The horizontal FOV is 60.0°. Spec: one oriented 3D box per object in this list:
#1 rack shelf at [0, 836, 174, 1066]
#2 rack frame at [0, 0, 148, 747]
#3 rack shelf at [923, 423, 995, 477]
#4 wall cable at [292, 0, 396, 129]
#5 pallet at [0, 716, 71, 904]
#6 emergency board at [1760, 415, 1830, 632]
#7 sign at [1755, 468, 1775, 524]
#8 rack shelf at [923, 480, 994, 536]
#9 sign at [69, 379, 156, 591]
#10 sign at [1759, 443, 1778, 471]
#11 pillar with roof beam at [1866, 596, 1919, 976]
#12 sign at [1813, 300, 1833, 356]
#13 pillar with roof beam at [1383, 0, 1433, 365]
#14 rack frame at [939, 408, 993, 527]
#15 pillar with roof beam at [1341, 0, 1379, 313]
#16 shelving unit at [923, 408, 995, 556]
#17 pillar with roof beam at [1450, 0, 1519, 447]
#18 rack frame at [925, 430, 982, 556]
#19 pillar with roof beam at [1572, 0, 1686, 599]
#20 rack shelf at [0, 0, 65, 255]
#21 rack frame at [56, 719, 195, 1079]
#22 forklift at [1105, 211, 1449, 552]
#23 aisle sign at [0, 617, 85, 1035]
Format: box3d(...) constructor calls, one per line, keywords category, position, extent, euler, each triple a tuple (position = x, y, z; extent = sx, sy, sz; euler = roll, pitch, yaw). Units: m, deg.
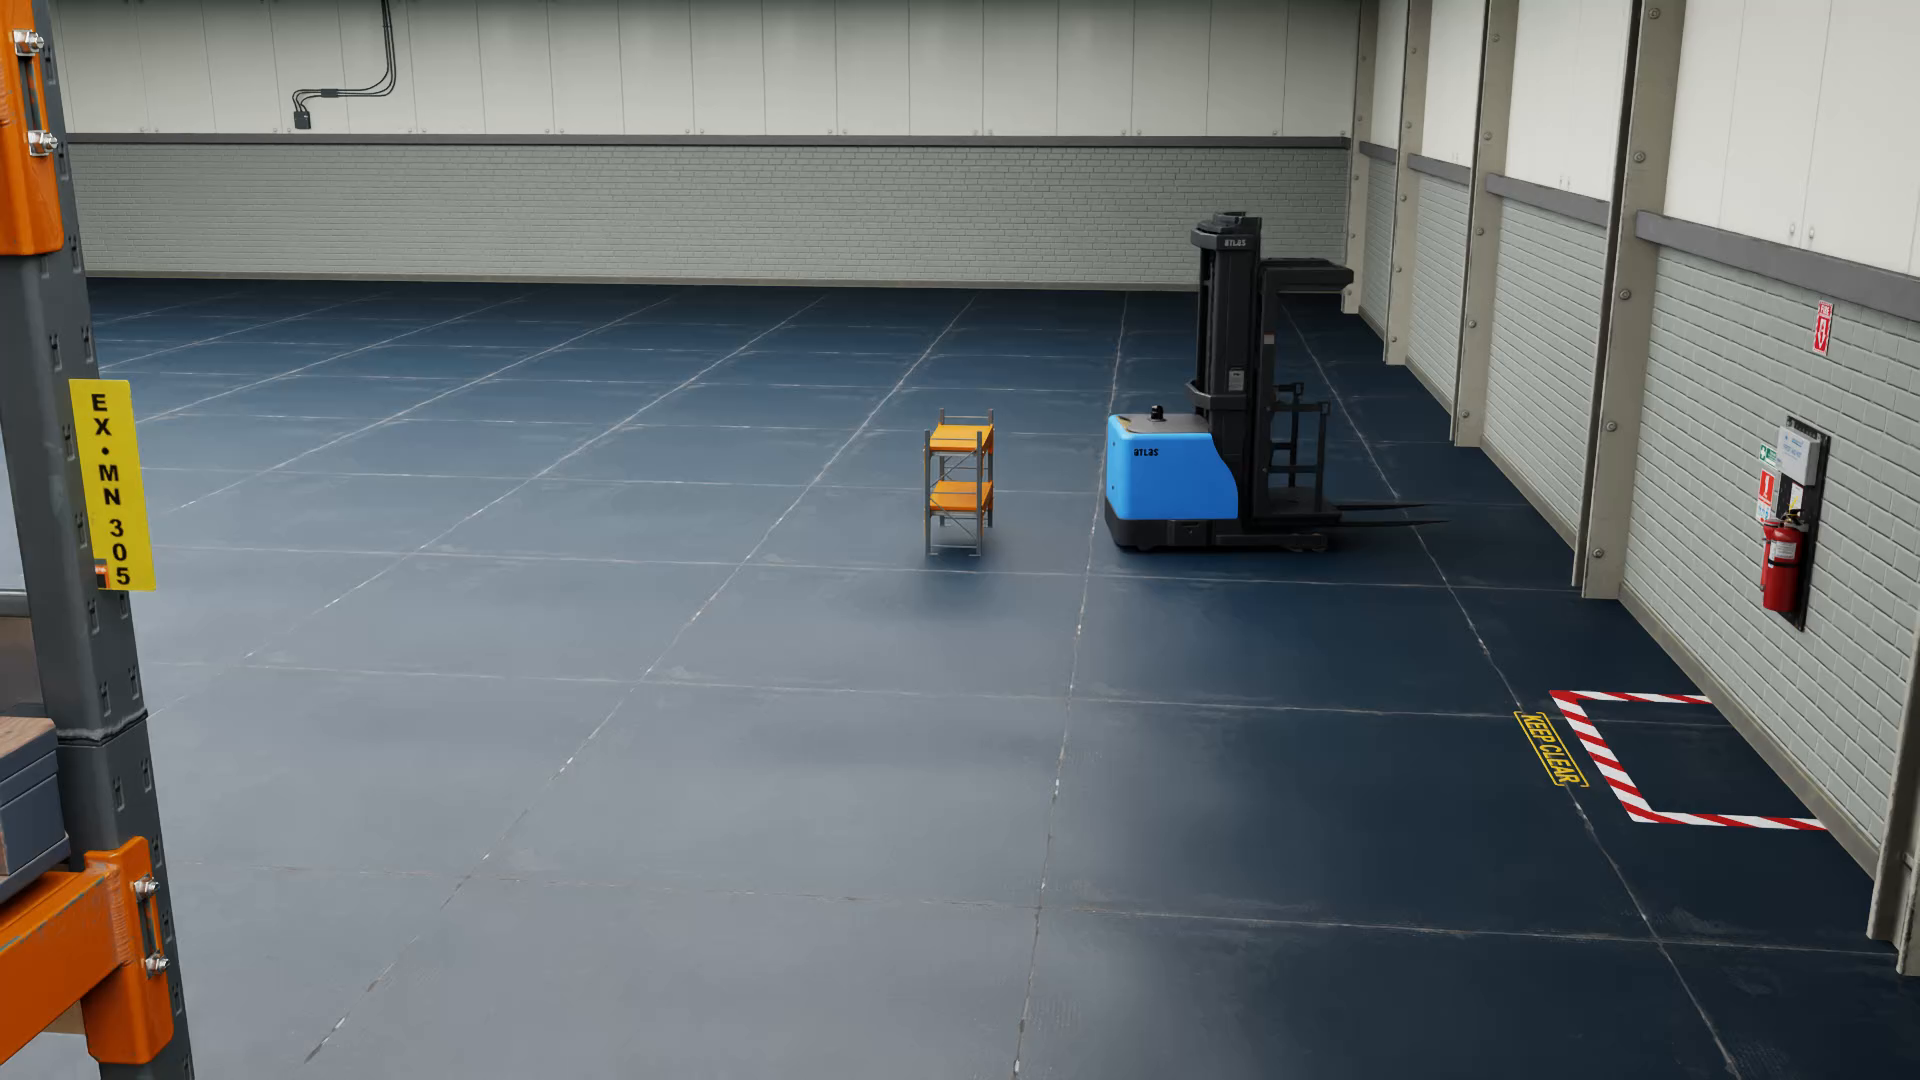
box3d(category="rack shelf", position=(-2.045, 1.155, 0.864), extent=(1.077, 0.370, 4.000), euler=(2, 15, 6))
box3d(category="rack frame", position=(-1.819, -1.159, 2.297), extent=(1.000, 3.000, 0.127), euler=(2, 15, 6))
box3d(category="rack shelf", position=(-0.001, -0.824, 15.020), extent=(0.538, 0.278, 1.000), euler=(2, 15, 6))
box3d(category="wall cable", position=(-12.953, -11.599, 34.390), extent=(2.305, 6.003, 0.169), euler=(2, 15, 6))
box3d(category="pallet", position=(-1.925, 0.514, 2.025), extent=(1.003, 0.211, 1.213), euler=(2, 15, 6))
box3d(category="emergency board", position=(4.877, -0.107, 9.900), extent=(0.194, 1.169, 0.643), euler=(2, 15, 6))
box3d(category="sign", position=(5.042, -0.265, 10.414), extent=(0.001, 0.329, 0.234), euler=(2, 15, 6))
box3d(category="rack shelf", position=(-0.001, -0.305, 15.161), extent=(0.538, 0.278, 1.000), euler=(2, 15, 6))
box3d(category="sign", position=(-1.282, -0.081, 2.511), extent=(0.100, 0.325, 0.005), euler=(2, 15, 6))
box3d(category="sign", position=(5.033, -0.520, 10.341), extent=(0.001, 0.109, 0.331), euler=(2, 15, 6))
box3d(category="pillar with roof beam", position=(0.283, -2.490, 7.219), extent=(9.100, 9.000, 0.400), euler=(2, 15, 6))
box3d(category="sign", position=(4.977, -1.225, 9.594), extent=(0.001, 0.298, 0.199), euler=(2, 15, 6))
box3d(category="pillar with roof beam", position=(2.314, -7.159, 24.484), extent=(9.100, 9.000, 0.400), euler=(2, 15, 6))
box3d(category="rack frame", position=(0.057, -0.673, 15.584), extent=(0.500, 1.125, 0.032), euler=(2, 15, 6))
box3d(category="pillar with roof beam", position=(2.991, -8.715, 30.239), extent=(9.100, 9.000, 0.400), euler=(2, 15, 6))
box3d(category="shelving unit", position=(-0.001, -0.541, 15.097), extent=(0.538, 1.125, 1.048), euler=(2, 15, 6))
box3d(category="pillar with roof beam", position=(1.637, -5.602, 18.729), extent=(9.100, 9.000, 0.400), euler=(2, 15, 6))
box3d(category="rack frame", position=(-0.058, -0.409, 14.609), extent=(0.500, 1.125, 0.032), euler=(2, 15, 6))
box3d(category="pillar with roof beam", position=(0.960, -4.046, 12.974), extent=(9.100, 9.000, 0.400), euler=(2, 15, 6))
box3d(category="rack shelf", position=(-2.045, -0.100, 0.525), extent=(1.077, 0.370, 4.000), euler=(2, 15, 6))
box3d(category="rack frame", position=(-1.819, 1.737, 3.080), extent=(1.000, 3.000, 0.127), euler=(2, 15, 6))
box3d(category="forklift", position=(2.895, -1.443, 14.973), extent=(3.031, 2.935, 1.130), euler=(-1, 15, -2))
box3d(category="aisle sign", position=(-1.520, 0.474, 2.772), extent=(0.394, 0.787, 0.004), euler=(2, 15, 6))
